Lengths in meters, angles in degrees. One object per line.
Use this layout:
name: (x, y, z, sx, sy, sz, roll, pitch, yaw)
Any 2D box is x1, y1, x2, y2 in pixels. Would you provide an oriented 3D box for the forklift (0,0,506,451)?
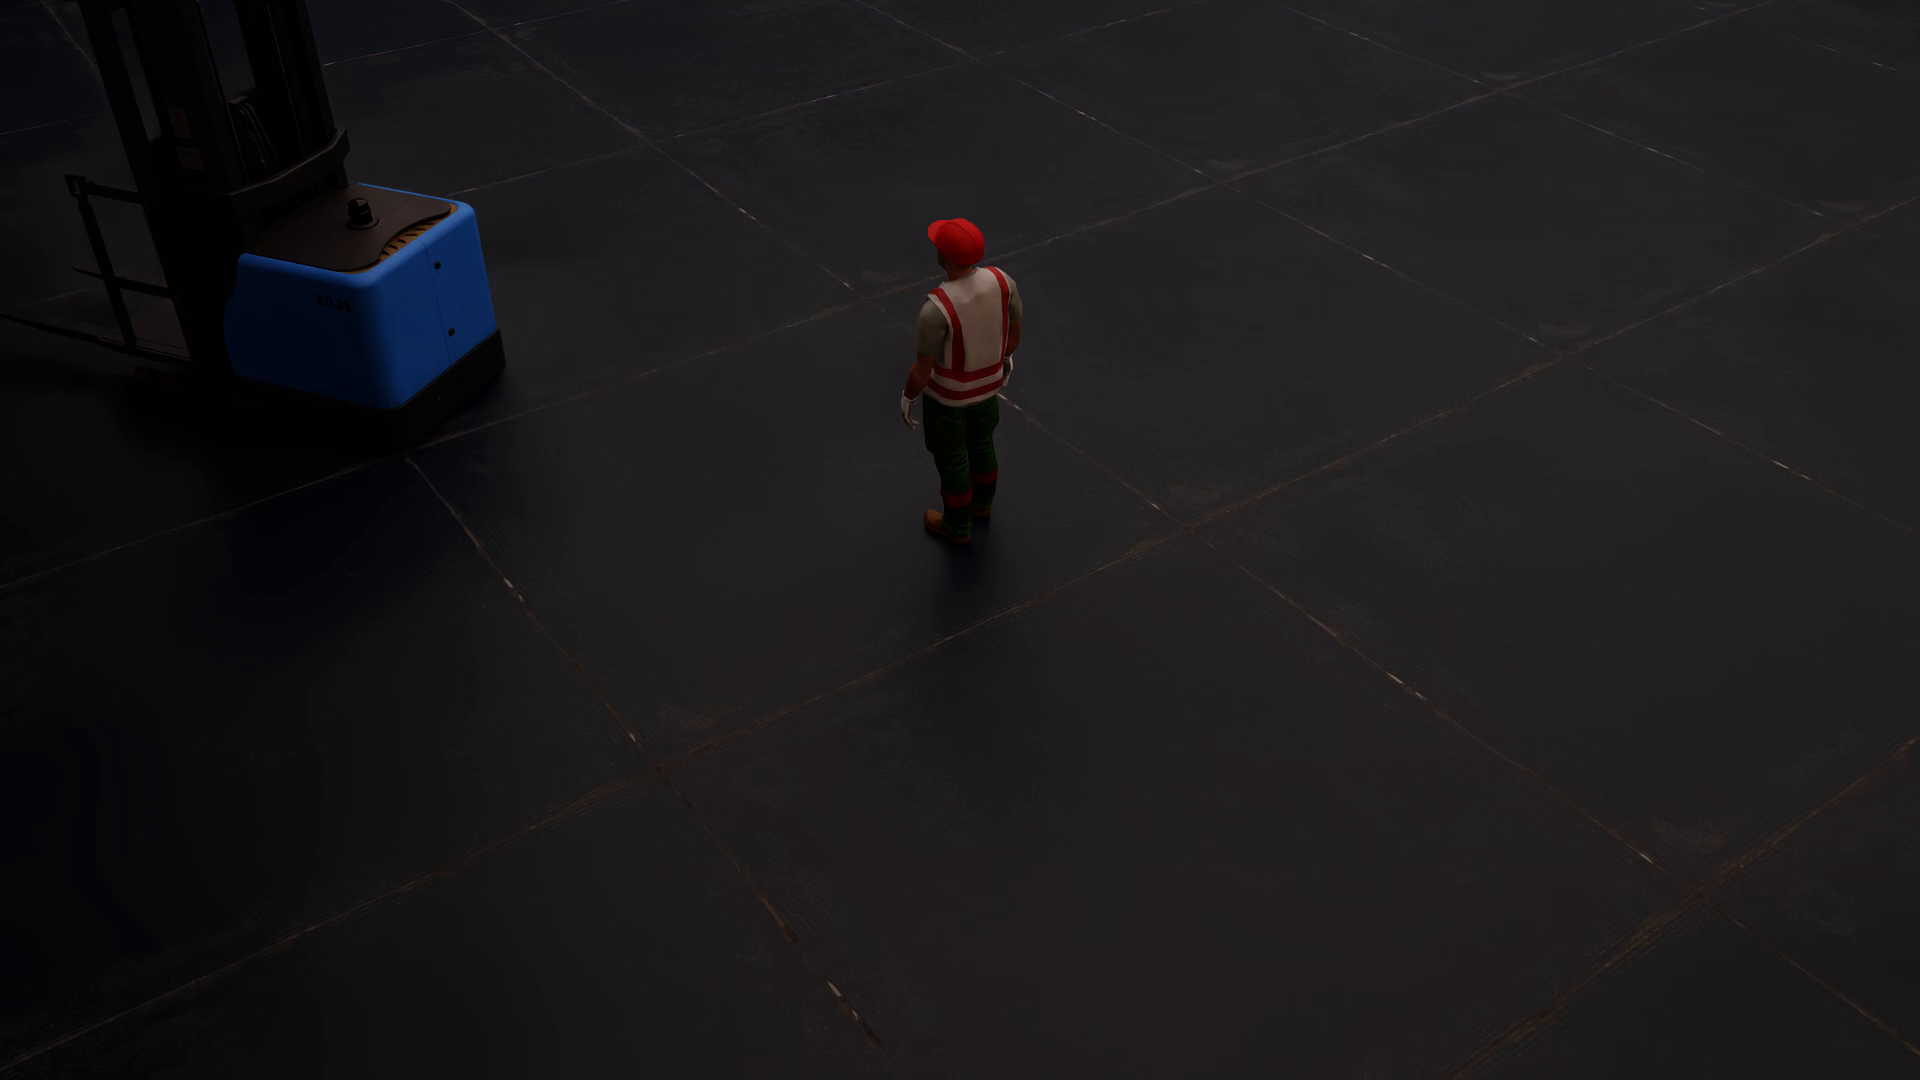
forklift: (-4.211, -2.213, 8.938, 3.031, 2.935, 1.130, 13, 38, 17)

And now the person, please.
person: (-0.036, -0.768, 7.932, 0.637, 1.787, 0.564, -23, 42, -28)
